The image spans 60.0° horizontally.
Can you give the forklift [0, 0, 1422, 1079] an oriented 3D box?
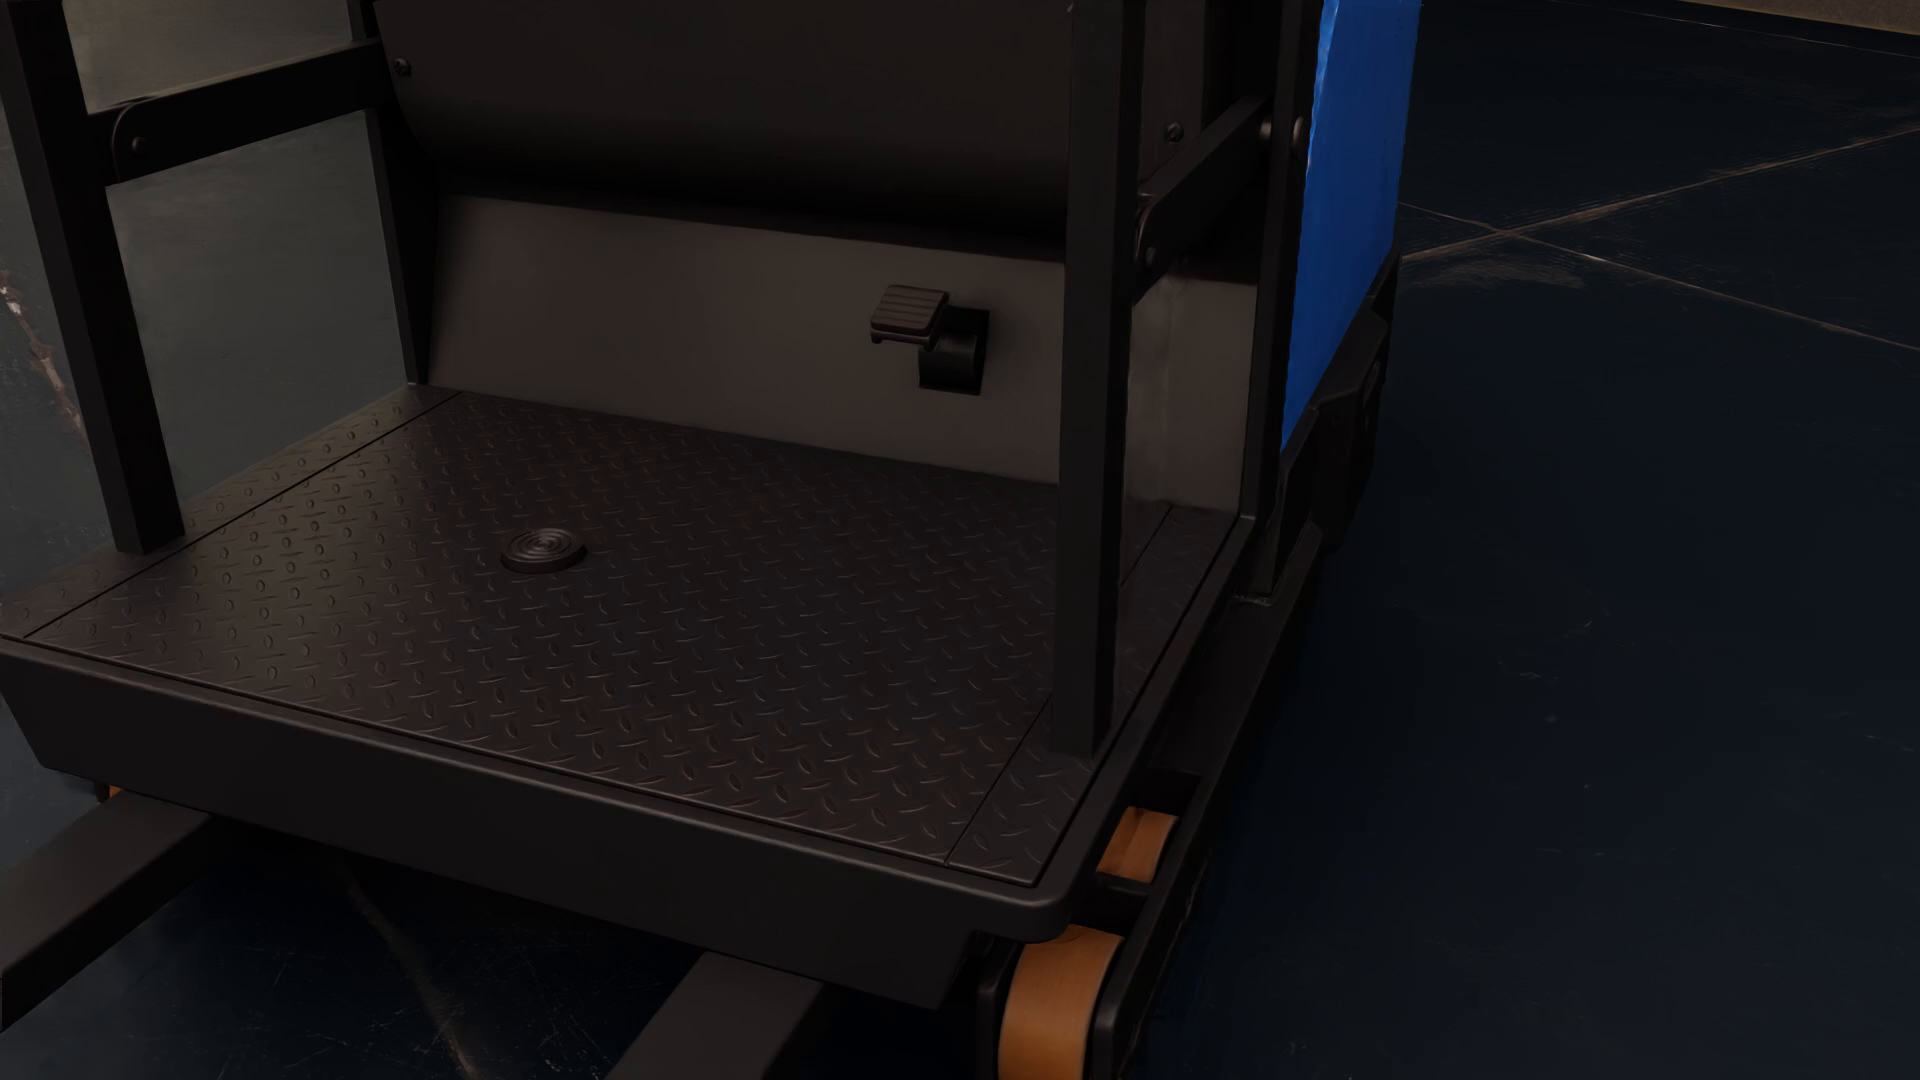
[{"bbox_3d":[-0.265,-1.015,1.254,1.130,2.935,3.031,10,28,19],"label":"forklift"}]
